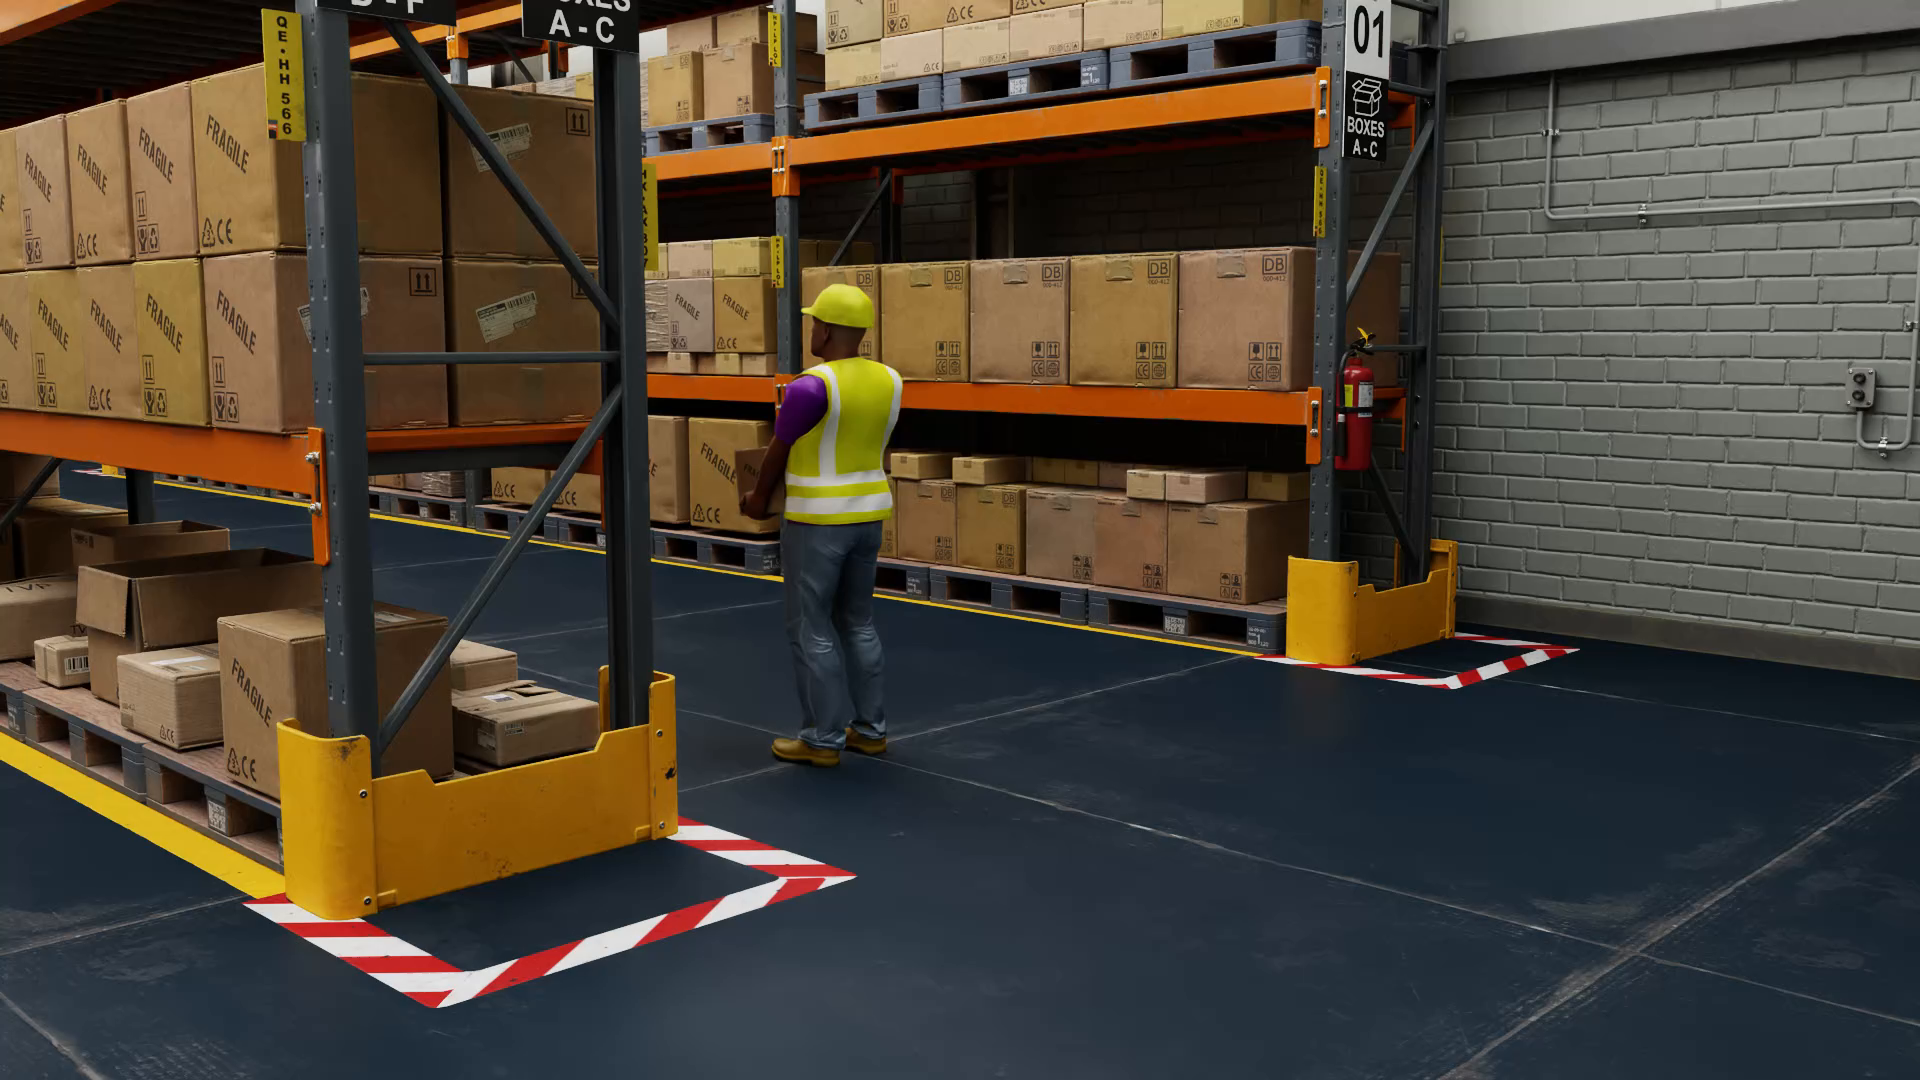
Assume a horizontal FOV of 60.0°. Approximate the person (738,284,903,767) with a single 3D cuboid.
[{"bbox_3d":[-0.539,-0.064,6.208,0.577,1.760,0.503,6,9,40],"label":"person"}]
